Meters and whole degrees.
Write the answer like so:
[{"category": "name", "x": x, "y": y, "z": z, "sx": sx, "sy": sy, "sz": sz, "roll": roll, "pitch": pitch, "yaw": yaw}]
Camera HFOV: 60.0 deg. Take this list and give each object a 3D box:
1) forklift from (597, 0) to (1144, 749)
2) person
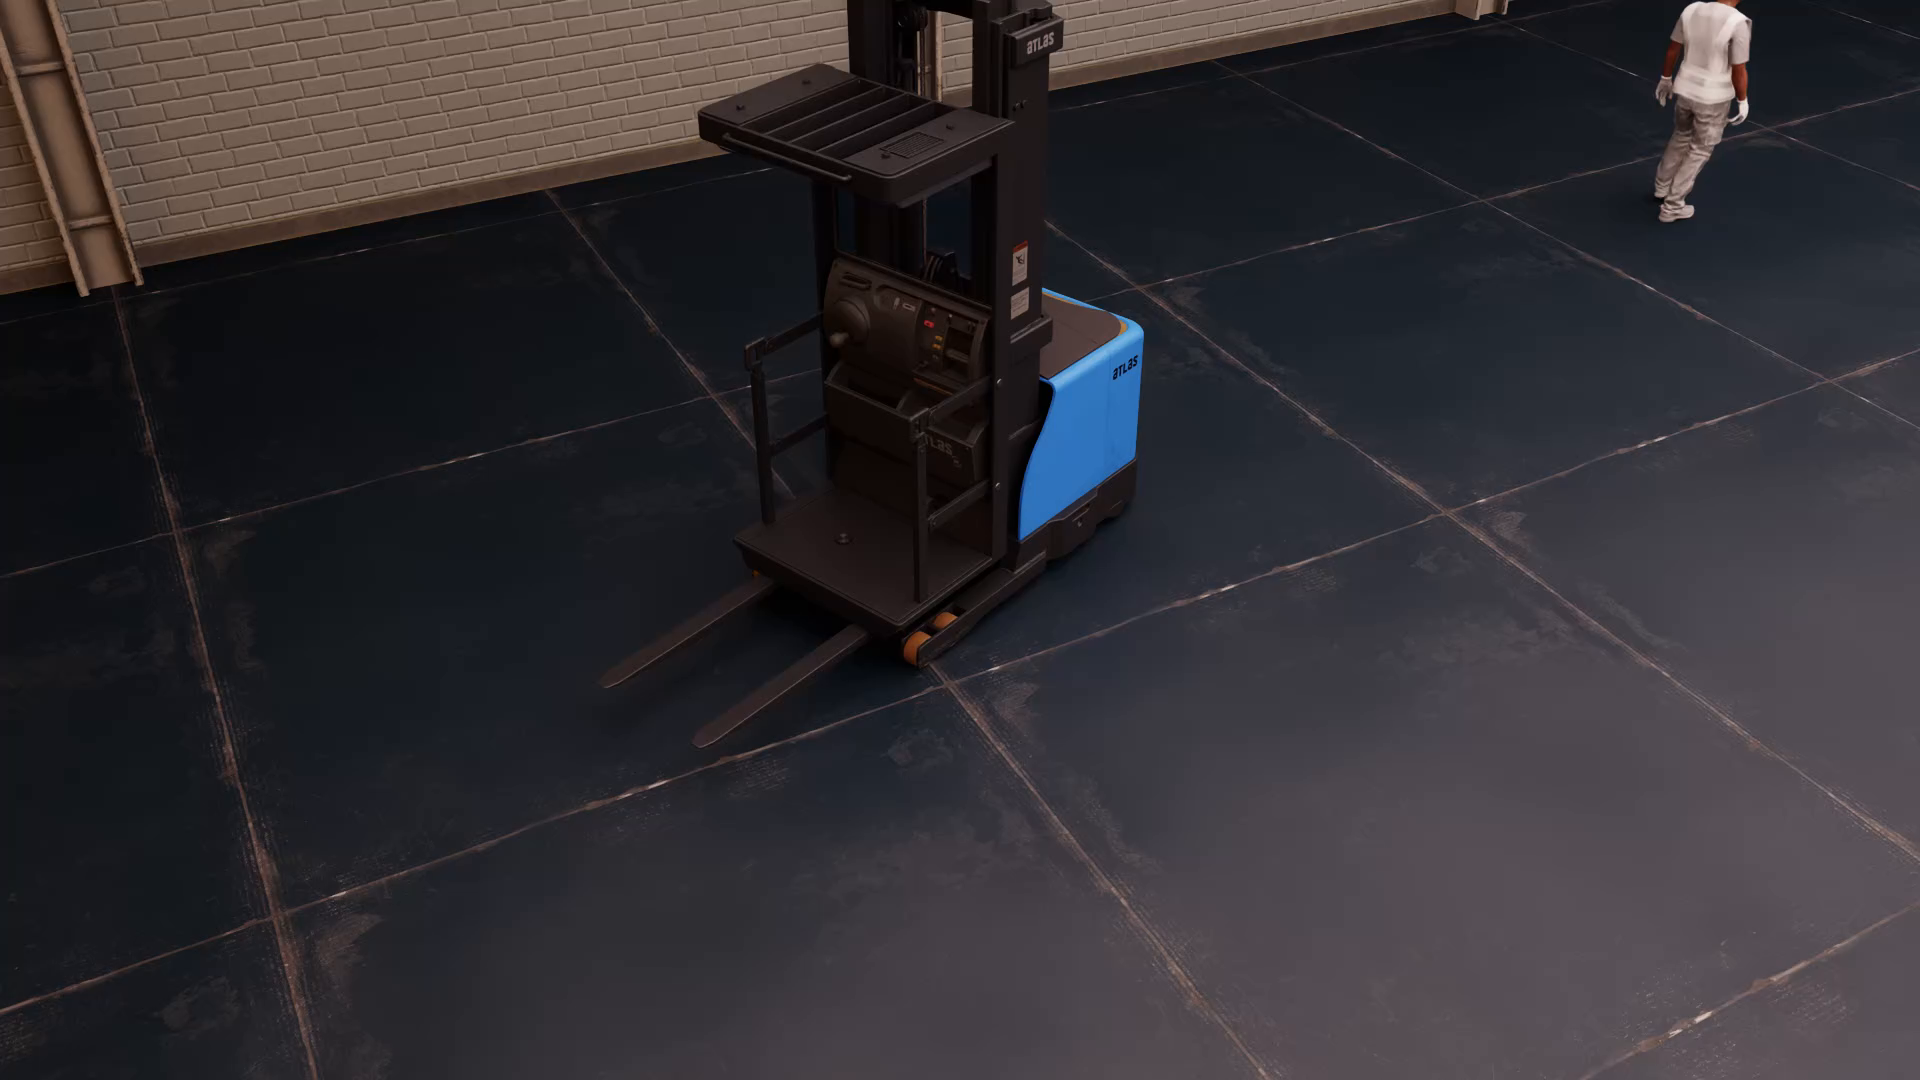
[{"category": "forklift", "x": -0.390, "y": -0.927, "z": 7.434, "sx": 1.130, "sy": 2.935, "sz": 3.031, "roll": 26, "pitch": 43, "yaw": 31}, {"category": "person", "x": 5.208, "y": -3.092, "z": 11.547, "sx": 0.545, "sy": 1.816, "sz": 0.650, "roll": -17, "pitch": 39, "yaw": -22}]
